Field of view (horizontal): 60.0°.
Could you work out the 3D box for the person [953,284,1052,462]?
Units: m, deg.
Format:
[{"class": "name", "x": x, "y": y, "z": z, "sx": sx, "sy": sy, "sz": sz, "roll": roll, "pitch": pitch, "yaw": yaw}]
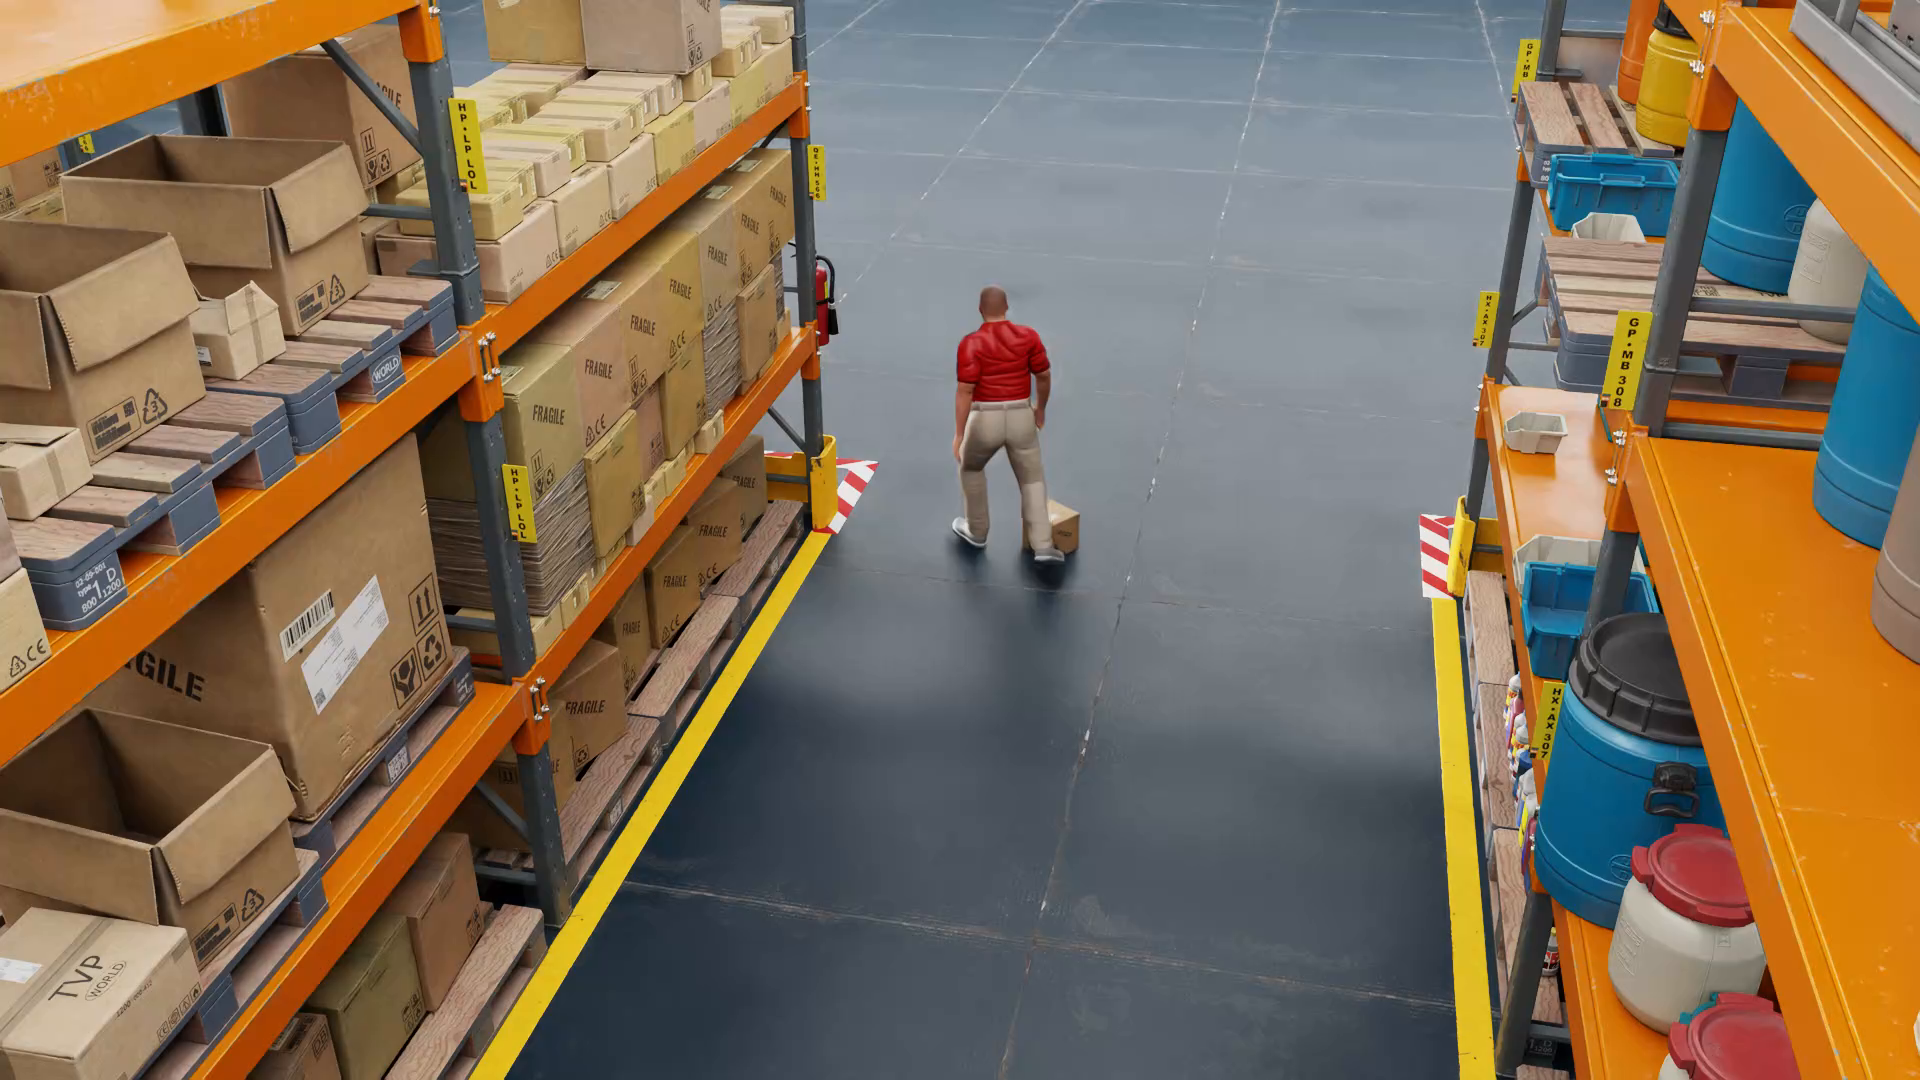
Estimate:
[{"class": "person", "x": 0.238, "y": -1.001, "z": 9.798, "sx": 0.623, "sy": 1.015, "sz": 0.366, "roll": -6, "pitch": 29, "yaw": -10}]
